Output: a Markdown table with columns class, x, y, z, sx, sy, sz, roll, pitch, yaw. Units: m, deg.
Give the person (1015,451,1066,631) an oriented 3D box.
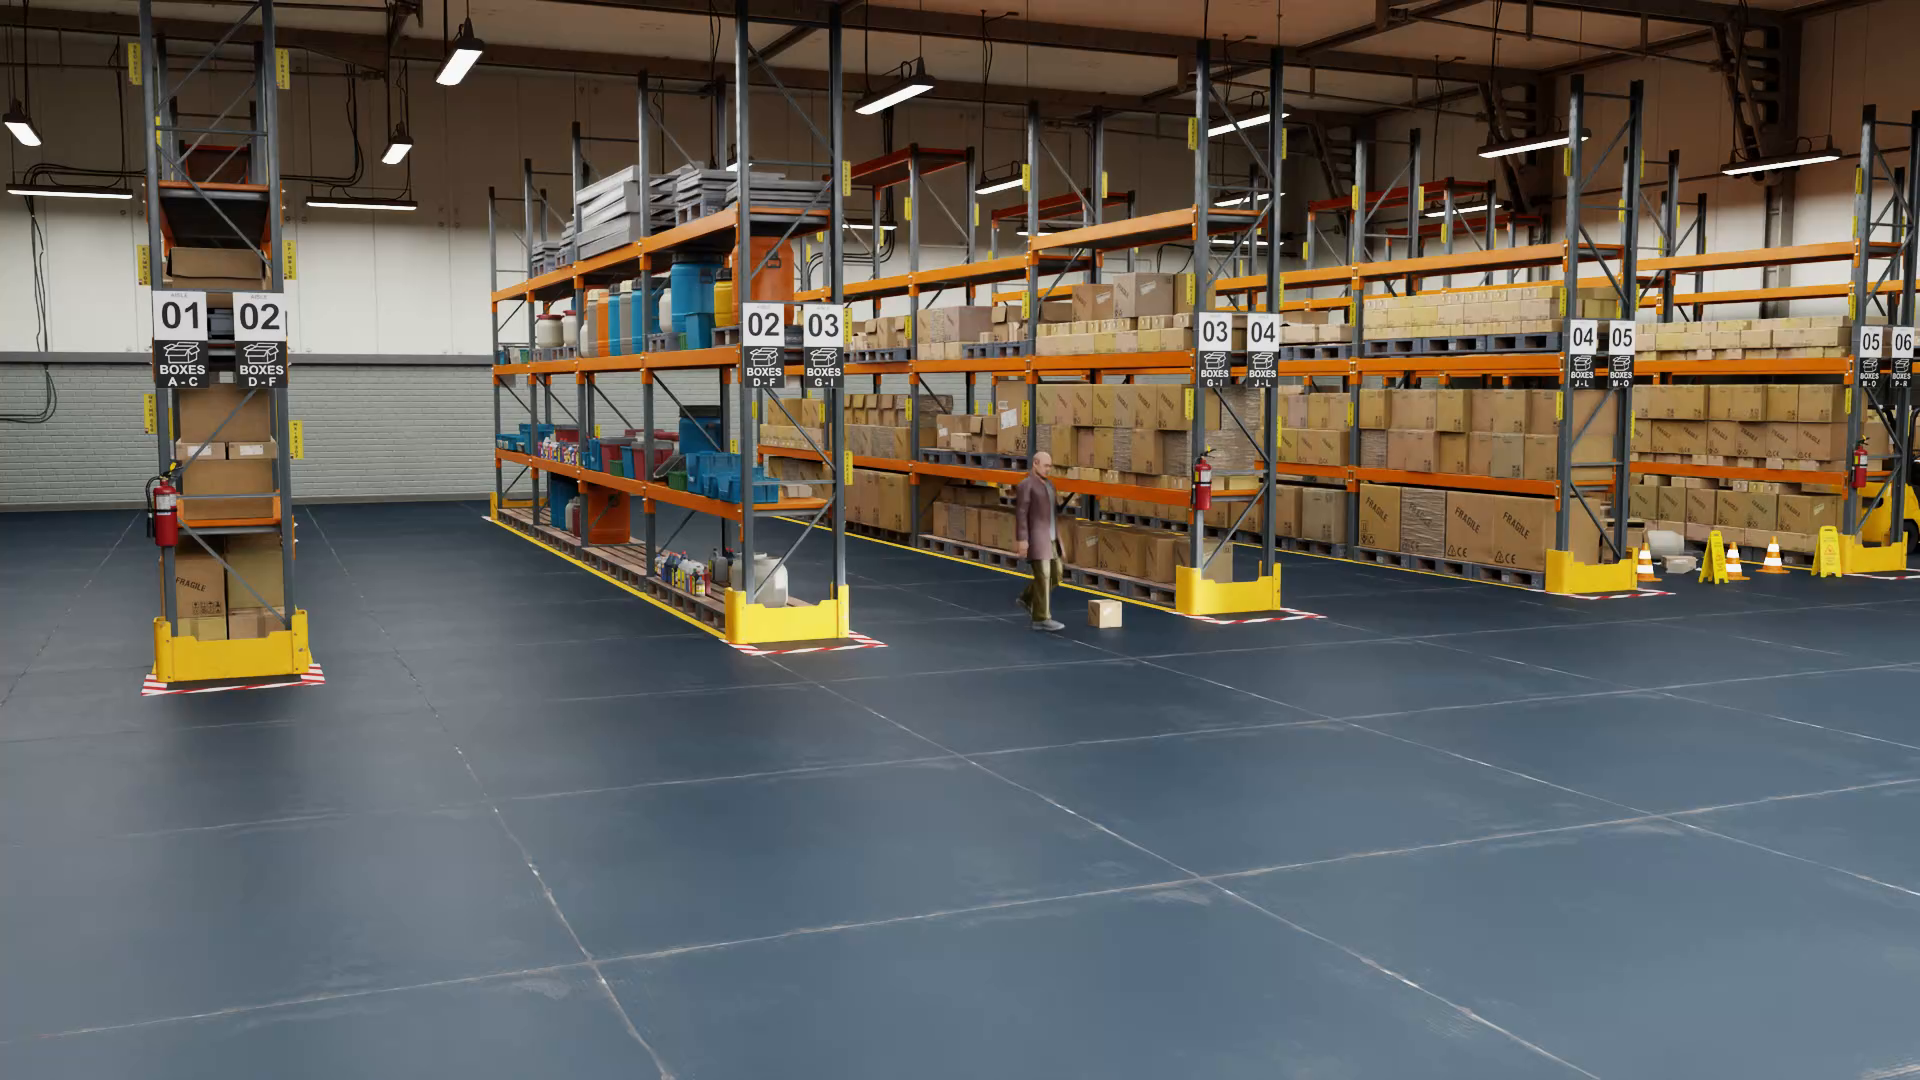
| class | x | y | z | sx | sy | sz | roll | pitch | yaw |
| --- | --- | --- | --- | --- | --- | --- | --- | --- | --- |
| person | 0.809 | -0.010 | 16.702 | 0.761 | 1.762 | 0.640 | 3 | 6 | 31 |
